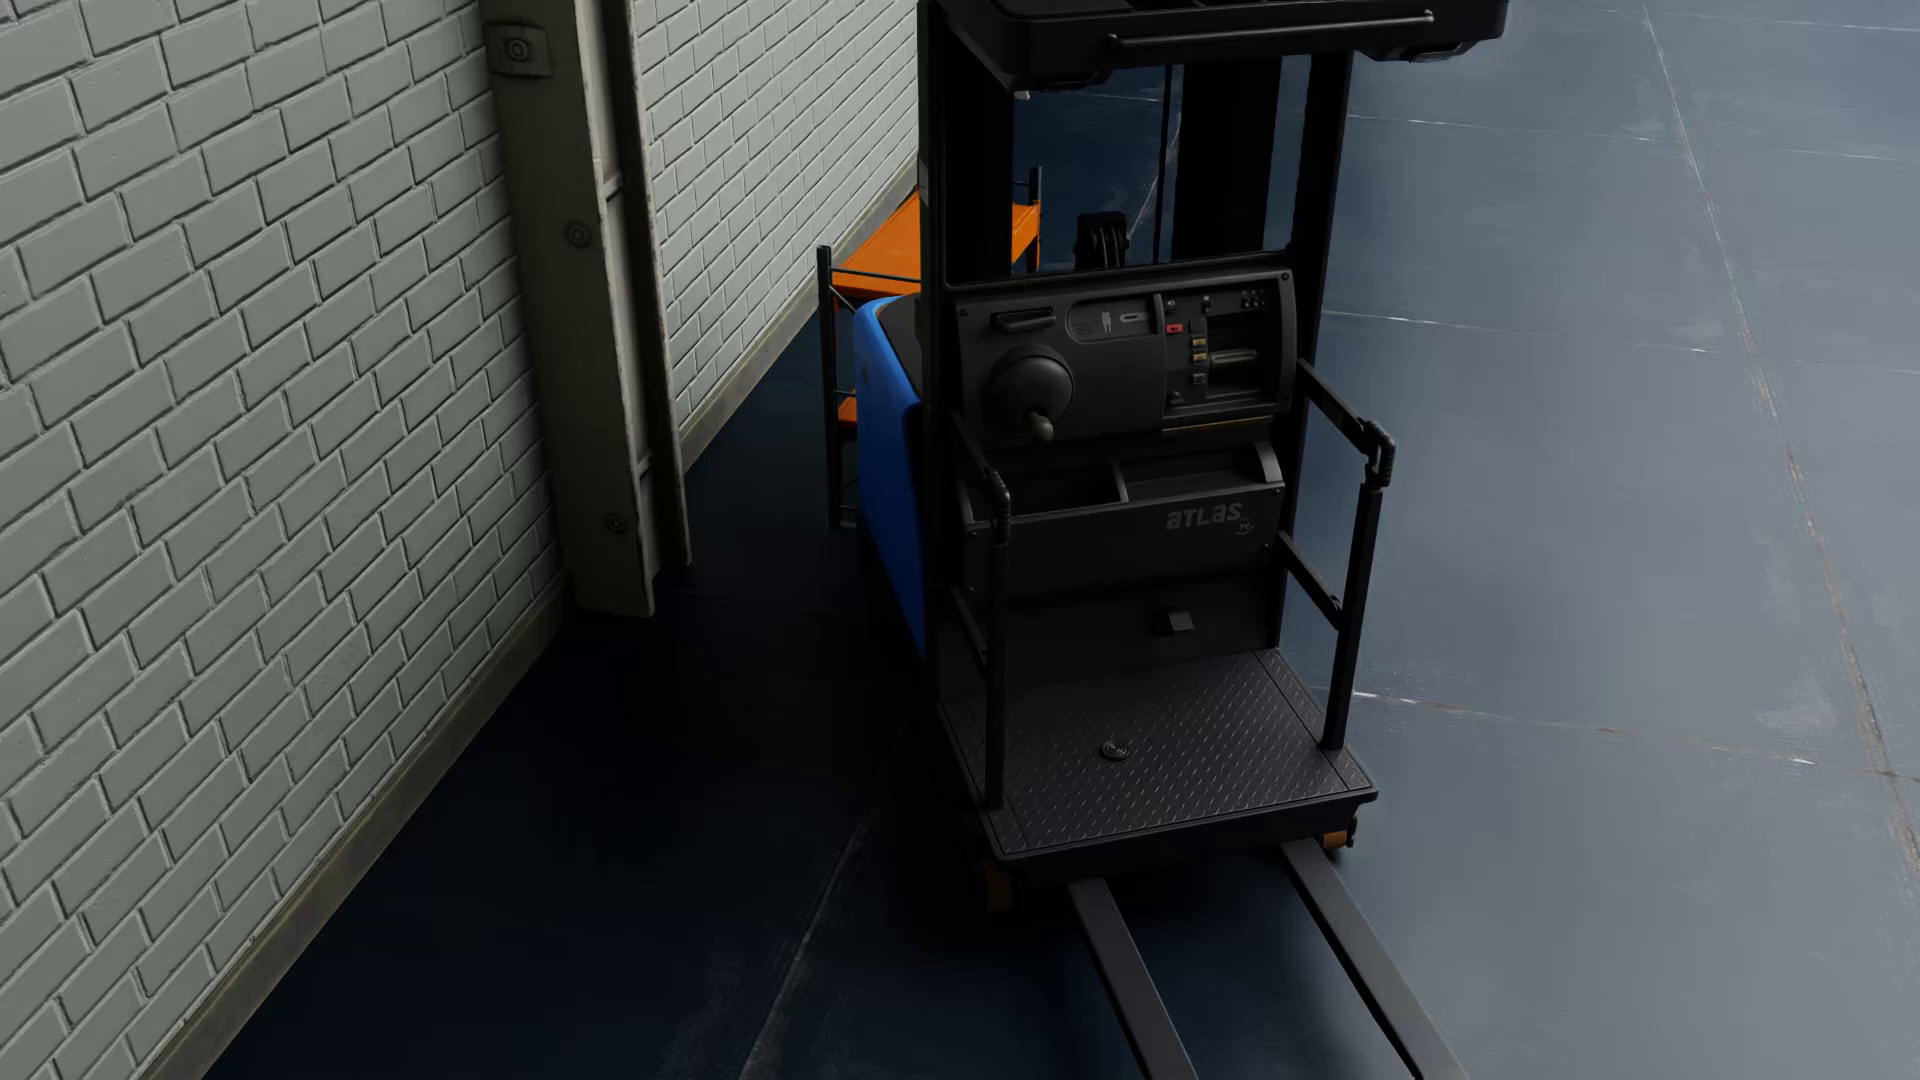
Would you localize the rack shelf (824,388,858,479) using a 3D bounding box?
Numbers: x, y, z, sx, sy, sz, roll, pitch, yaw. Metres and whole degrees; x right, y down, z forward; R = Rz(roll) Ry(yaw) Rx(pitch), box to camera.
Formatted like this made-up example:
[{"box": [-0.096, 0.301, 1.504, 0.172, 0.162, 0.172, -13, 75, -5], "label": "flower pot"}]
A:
[{"box": [-0.091, -0.550, 6.522, 0.538, 0.278, 1.000, 10, 34, 16], "label": "rack shelf"}]

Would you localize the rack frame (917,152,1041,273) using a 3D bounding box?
[{"box": [0.073, -1.014, 6.797, 0.500, 1.125, 0.032, 10, 34, 16], "label": "rack frame"}]

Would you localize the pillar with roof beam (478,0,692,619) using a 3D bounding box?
[{"box": [2.978, -3.060, 2.675, 9.100, 9.000, 0.400, 8, 33, 12], "label": "pillar with roof beam"}]

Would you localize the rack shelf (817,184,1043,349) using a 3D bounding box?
[{"box": [-0.091, -1.003, 6.234, 0.538, 0.278, 1.000, 10, 34, 16], "label": "rack shelf"}]

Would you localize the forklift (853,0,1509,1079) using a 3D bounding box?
[{"box": [0.501, -0.429, 4.193, 1.130, 2.935, 3.031, -8, 33, -12], "label": "forklift"}]

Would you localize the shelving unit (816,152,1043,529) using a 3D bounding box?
[{"box": [-0.091, -0.756, 6.391, 0.538, 1.125, 1.048, 10, 34, 16], "label": "shelving unit"}]

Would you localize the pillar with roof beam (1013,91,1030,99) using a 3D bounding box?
[{"box": [4.501, -6.173, 7.573, 9.100, 9.000, 0.400, 8, 33, 12], "label": "pillar with roof beam"}]

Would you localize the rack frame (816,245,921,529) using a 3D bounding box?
[{"box": [-0.255, -0.498, 5.985, 0.500, 1.125, 0.032, 10, 34, 16], "label": "rack frame"}]
